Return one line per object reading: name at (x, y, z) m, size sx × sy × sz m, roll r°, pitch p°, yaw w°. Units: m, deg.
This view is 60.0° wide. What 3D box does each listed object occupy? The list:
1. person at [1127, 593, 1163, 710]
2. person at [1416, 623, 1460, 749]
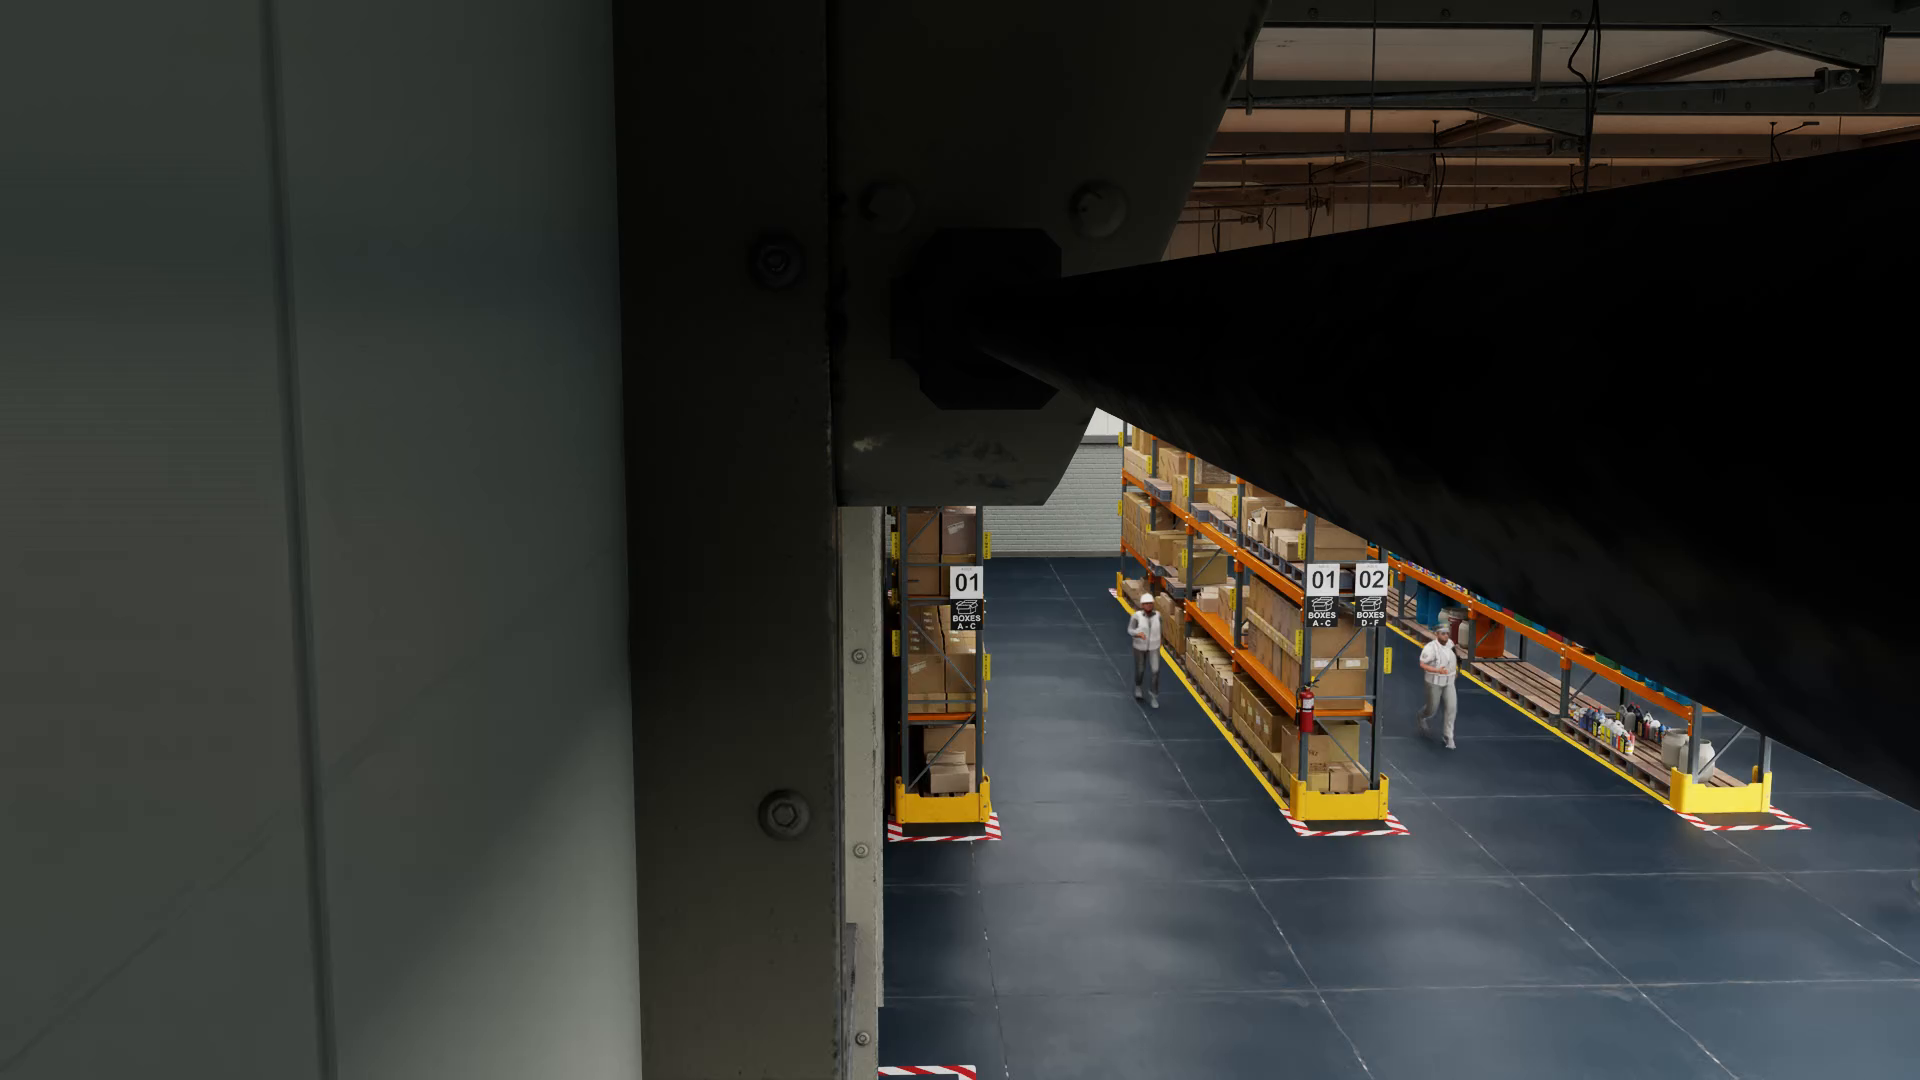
person at (2.959, 1.728, 26.522) m, size 0.610 × 1.805 × 0.889 m, roll 0°, pitch 8°, yaw -1°
person at (6.961, 2.089, 24.213) m, size 0.693 × 1.831 × 0.938 m, roll -3°, pitch 8°, yaw -18°
